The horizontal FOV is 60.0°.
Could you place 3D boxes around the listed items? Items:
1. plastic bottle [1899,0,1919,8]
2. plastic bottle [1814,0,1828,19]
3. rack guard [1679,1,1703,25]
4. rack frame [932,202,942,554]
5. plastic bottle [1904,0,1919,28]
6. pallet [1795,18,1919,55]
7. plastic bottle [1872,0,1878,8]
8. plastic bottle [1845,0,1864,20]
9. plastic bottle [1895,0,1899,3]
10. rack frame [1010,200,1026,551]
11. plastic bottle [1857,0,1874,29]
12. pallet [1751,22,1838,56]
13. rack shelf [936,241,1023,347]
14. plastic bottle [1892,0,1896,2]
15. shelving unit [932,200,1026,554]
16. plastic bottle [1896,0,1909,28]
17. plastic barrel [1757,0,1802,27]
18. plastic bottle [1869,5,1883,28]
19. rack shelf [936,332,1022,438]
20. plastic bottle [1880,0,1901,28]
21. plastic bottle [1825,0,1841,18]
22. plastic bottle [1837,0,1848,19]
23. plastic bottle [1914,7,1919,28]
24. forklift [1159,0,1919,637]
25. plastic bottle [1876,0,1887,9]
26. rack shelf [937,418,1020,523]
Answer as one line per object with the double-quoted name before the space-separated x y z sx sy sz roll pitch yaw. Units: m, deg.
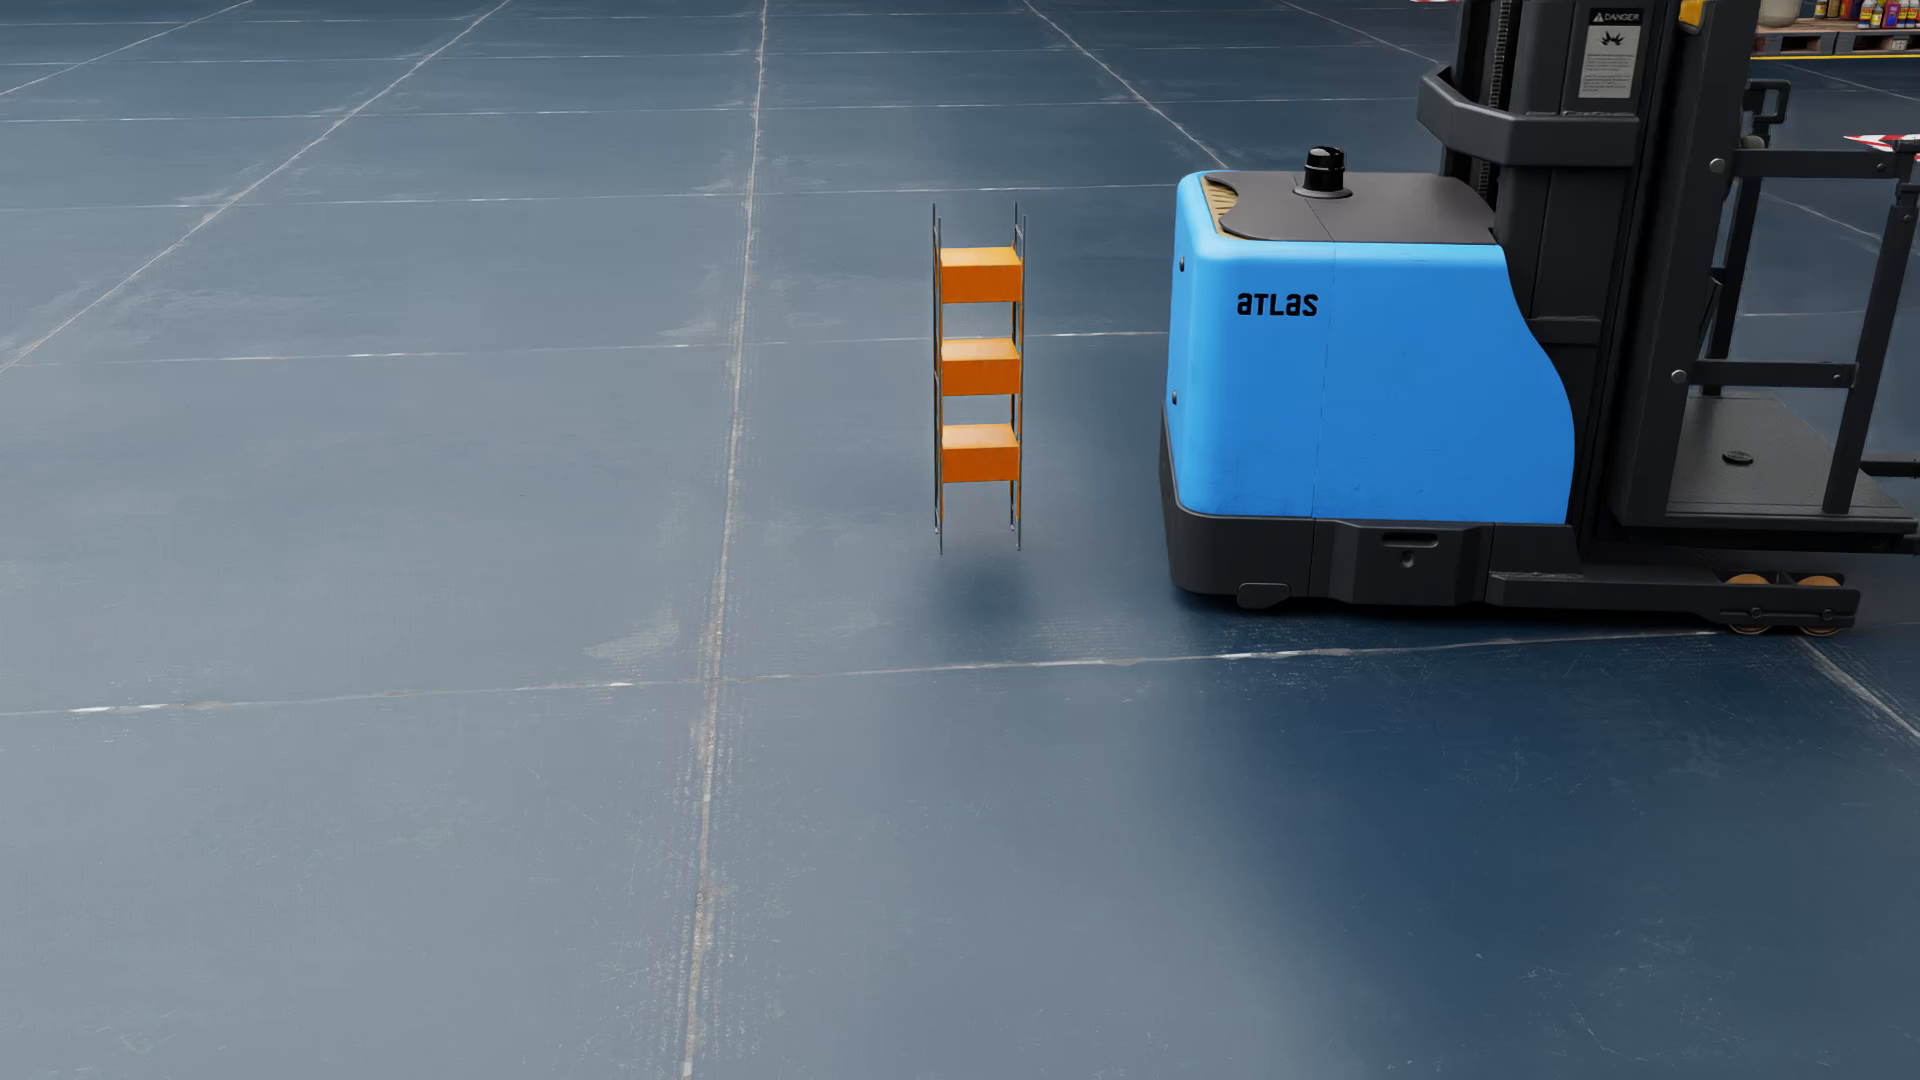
"plastic bottle" 9.055 -5.113 15.871 0.135 0.276 0.152 -2 24 -5
"plastic bottle" 8.275 -5.117 15.973 0.097 0.201 0.097 0 24 0
"rack guard" 6.561 -4.824 15.488 0.348 0.500 1.175 -2 24 -5
"rack frame" -0.068 -0.477 5.031 0.008 1.050 0.200 -2 24 -5
"plastic bottle" 8.766 -4.863 15.315 0.097 0.271 0.097 0 24 0
"pallet" 8.581 -4.770 15.721 1.213 0.211 1.003 -2 24 -5
"plastic bottle" 8.697 -5.072 15.872 0.097 0.201 0.097 0 24 0
"plastic bottle" 8.539 -5.111 15.858 0.133 0.283 0.061 -2 24 -5
"plastic bottle" 9.016 -5.206 15.988 0.185 0.351 0.144 -2 24 -6
"rack frame" 0.175 -0.487 5.053 0.008 1.050 0.200 -2 24 -5
"plastic bottle" 8.325 -4.845 15.275 0.097 0.271 0.097 0 24 0
"pallet" 7.370 -4.722 15.615 1.213 0.211 1.003 -2 24 -5
"rack shelf" 0.053 -0.732 4.931 0.240 0.259 0.215 -2 24 -5
"plastic bottle" 8.886 -5.083 15.896 0.097 0.201 0.097 0 24 0
"shelving unit" 0.053 -0.482 5.042 0.252 1.050 0.215 -2 24 -5
"plastic bottle" 8.666 -4.859 15.306 0.097 0.271 0.097 0 24 0
"plastic barrel" 7.636 -5.077 15.524 0.421 0.512 0.421 0 24 0
"plastic bottle" 8.428 -4.817 15.298 0.097 0.201 0.097 0 24 0
"rack shelf" 0.053 -0.472 5.046 0.240 0.259 0.215 -2 24 -5
"plastic bottle" 8.552 -4.852 15.276 0.133 0.283 0.061 -2 24 -4
"plastic bottle" 8.389 -5.167 15.984 0.133 0.283 0.061 -2 24 -4
"plastic bottle" 8.528 -5.150 15.956 0.135 0.276 0.152 -2 24 -5
"plastic bottle" 8.864 -4.835 15.338 0.097 0.201 0.097 0 24 0
"forklift" 2.153 -1.293 4.551 3.031 2.935 1.130 2 24 3
"plastic bottle" 8.831 -5.198 15.972 0.185 0.351 0.144 -1 24 -3
"rack shelf" 0.053 -0.218 5.159 0.240 0.259 0.215 -2 24 -5
